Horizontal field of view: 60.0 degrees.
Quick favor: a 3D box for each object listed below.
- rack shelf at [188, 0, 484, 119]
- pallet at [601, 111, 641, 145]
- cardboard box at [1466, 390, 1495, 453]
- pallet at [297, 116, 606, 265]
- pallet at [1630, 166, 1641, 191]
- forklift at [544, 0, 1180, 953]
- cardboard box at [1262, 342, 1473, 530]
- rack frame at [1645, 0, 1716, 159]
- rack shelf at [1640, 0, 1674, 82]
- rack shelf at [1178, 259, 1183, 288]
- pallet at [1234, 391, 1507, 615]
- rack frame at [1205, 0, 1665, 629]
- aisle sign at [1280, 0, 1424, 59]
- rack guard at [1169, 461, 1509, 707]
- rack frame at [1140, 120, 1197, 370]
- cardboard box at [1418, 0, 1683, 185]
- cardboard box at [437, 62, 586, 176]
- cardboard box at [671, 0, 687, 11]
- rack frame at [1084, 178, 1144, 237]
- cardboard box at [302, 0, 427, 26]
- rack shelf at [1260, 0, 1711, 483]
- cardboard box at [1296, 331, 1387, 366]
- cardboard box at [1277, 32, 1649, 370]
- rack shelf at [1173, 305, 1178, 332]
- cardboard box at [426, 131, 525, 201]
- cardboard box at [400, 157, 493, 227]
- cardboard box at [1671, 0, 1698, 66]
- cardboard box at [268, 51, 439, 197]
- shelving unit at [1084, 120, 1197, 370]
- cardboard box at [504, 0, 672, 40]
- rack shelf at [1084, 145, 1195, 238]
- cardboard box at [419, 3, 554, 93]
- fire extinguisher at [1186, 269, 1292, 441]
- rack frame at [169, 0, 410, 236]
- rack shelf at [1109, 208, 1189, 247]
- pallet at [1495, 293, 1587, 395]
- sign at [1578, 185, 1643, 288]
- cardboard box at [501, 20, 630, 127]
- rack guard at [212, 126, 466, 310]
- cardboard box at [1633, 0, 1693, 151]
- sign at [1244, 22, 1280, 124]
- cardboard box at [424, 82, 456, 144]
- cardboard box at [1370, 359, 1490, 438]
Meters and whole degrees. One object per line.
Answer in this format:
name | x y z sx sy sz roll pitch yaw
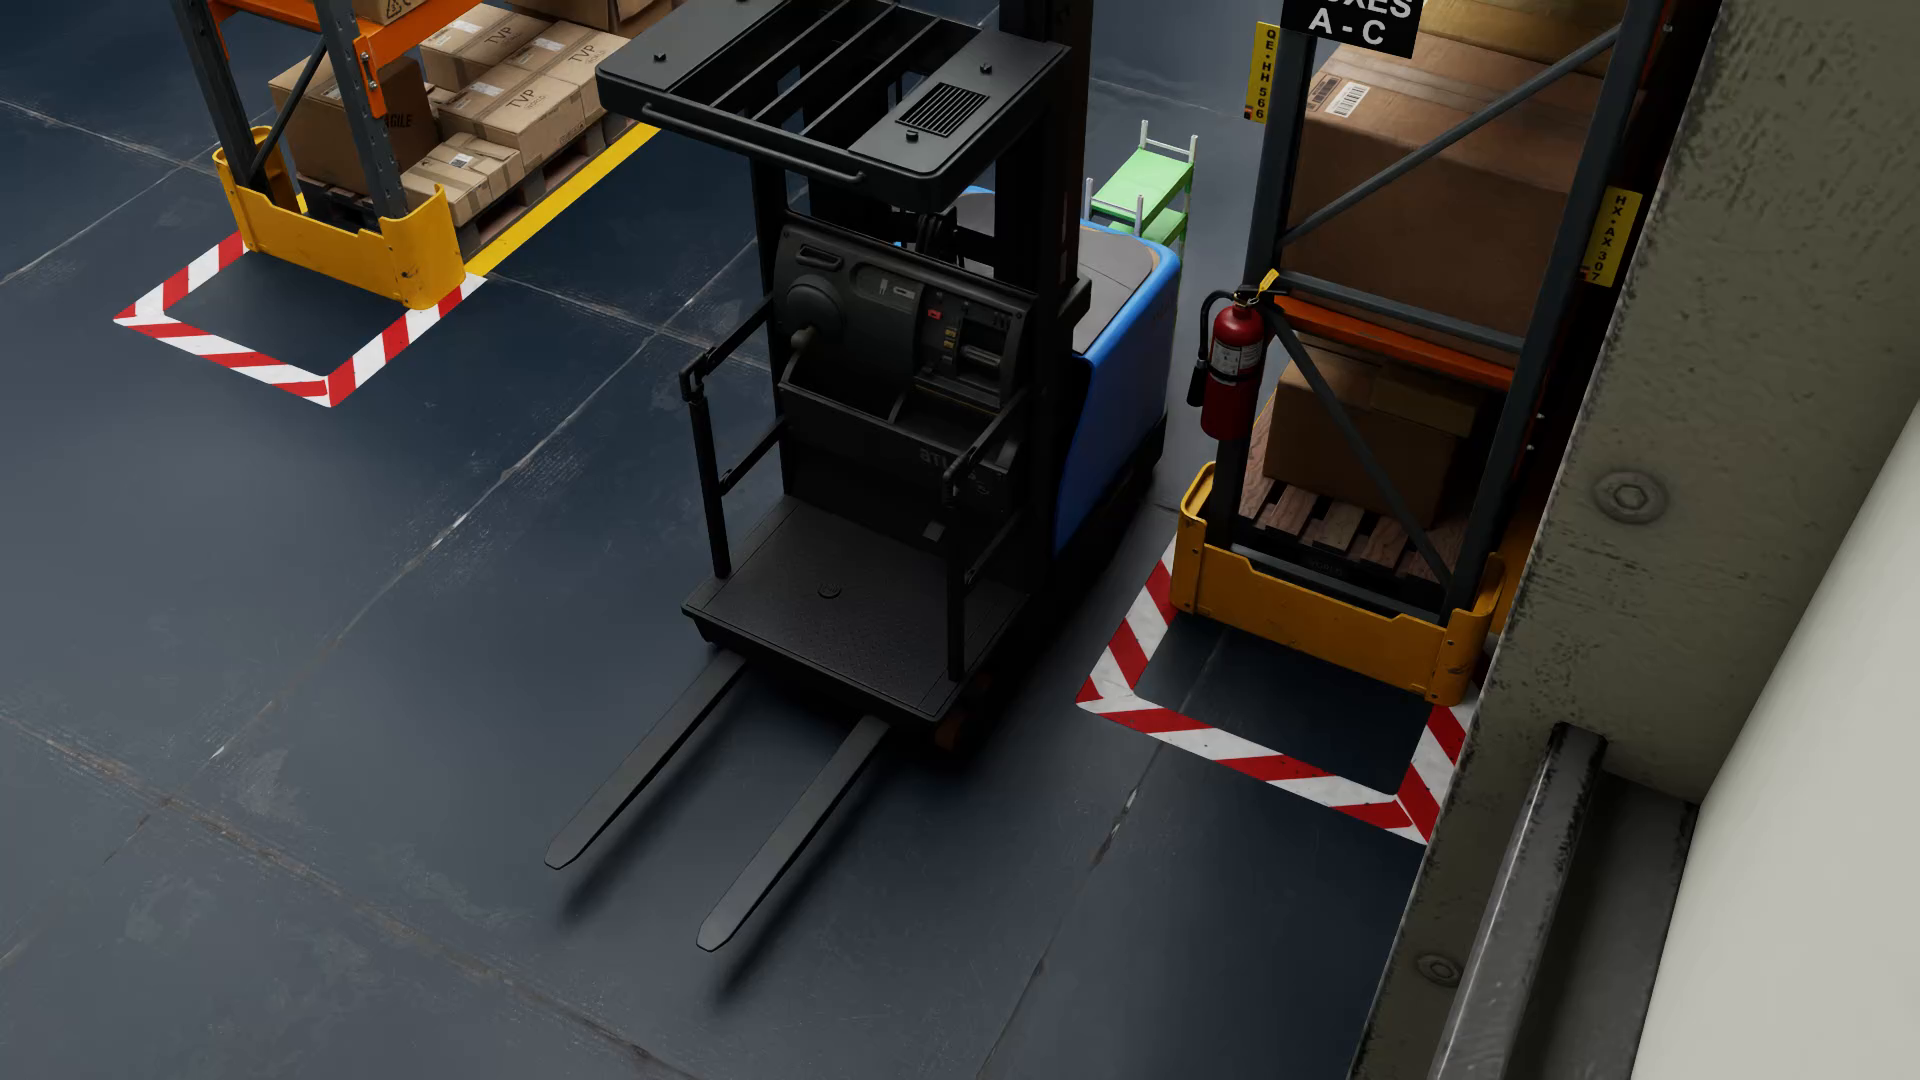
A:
rack shelf | -2.056 -3.377 8.485 1.077 0.370 4.000 20 49 19
pallet | -2.013 -2.706 9.276 1.003 0.211 1.213 20 49 19
cardboard box | 1.873 -0.795 6.889 0.700 0.500 0.500 20 49 19
pallet | -2.580 -1.940 8.520 1.003 0.211 1.213 20 49 19
pallet | 2.839 -1.824 8.404 1.003 0.211 1.213 20 49 19
forklift | -0.312 -0.643 5.325 1.130 2.935 3.031 22 49 20
cardboard box | 1.641 -0.480 6.578 0.700 0.500 0.500 20 49 19
rack frame | 3.262 -3.257 7.860 1.000 3.000 0.127 20 49 19
rack shelf | 2.333 -2.799 5.804 1.077 0.370 4.000 20 49 19
rack shelf | 0.721 -1.040 7.024 0.258 0.148 0.480 23 50 21
pallet | 1.707 -0.286 6.885 1.003 0.211 1.213 20 49 19
rack frame | 1.405 -0.737 5.370 1.000 3.000 0.127 20 49 19
aisle sign | 1.106 -1.705 4.498 0.394 0.787 0.004 20 49 19
rack guard | 1.394 0.157 6.244 1.175 0.500 0.348 20 49 19
rack frame | 0.844 -1.235 7.127 0.240 1.200 0.015 23 50 21
cardboard box | 1.961 -1.629 6.040 0.980 0.700 0.700 20 49 19
cardboard box | -2.249 -2.122 8.362 0.500 0.250 0.500 20 49 19
cardboard box | -1.489 -3.175 9.360 0.500 0.311 0.500 20 49 19
rack frame | 0.598 -0.935 6.831 0.240 1.200 0.015 23 50 21
cardboard box | -2.545 -2.598 7.138 0.500 0.500 0.500 21 49 20
rack shelf | 2.333 -1.744 6.871 1.077 0.370 4.000 20 49 19
cardboard box | 1.539 -0.849 6.486 0.380 0.149 0.250 20 49 19
cardboard box | 1.633 -1.167 5.584 0.980 0.700 0.700 23 50 21
rack shelf | 0.721 -0.871 7.195 0.258 0.148 0.480 23 50 21
cardboard box | -2.370 -1.837 8.139 0.380 0.166 0.250 20 49 19
cardboard box | -2.486 -1.673 7.990 0.380 0.149 0.250 20 49 19
cardboard box | 2.652 -2.568 6.968 0.980 0.700 0.700 19 48 18
cardboard box | -2.950 -2.070 8.135 0.500 0.500 0.500 20 49 19
shelving unit | 0.721 -1.085 6.979 0.258 1.200 0.503 23 50 21
cardboard box | -1.995 -2.982 9.034 0.797 0.503 0.637 20 49 19
rack shelf | 0.721 -1.378 6.683 0.258 0.148 0.480 23 50 21
cardboard box | -2.483 -2.571 8.806 0.500 0.250 0.500 20 49 19
fire extinguisher | 0.926 -0.636 5.586 0.296 0.674 0.183 20 49 19
rack frame | -2.985 -2.370 6.984 1.000 3.000 0.127 20 49 19
rack shelf | 0.721 -1.209 6.854 0.258 0.148 0.480 23 50 21
pallet | 2.274 -1.052 7.641 1.003 0.211 1.213 20 49 19
sign | 1.894 -0.882 4.849 0.100 0.325 0.005 20 49 19
cardboard box | -2.017 -2.437 8.674 0.500 0.250 0.500 20 49 19
rack guard | -2.949 -1.539 7.920 1.175 0.500 0.348 20 49 19
cardboard box | 2.323 -2.106 6.512 0.980 0.700 0.700 18 48 17
sign | 0.931 -1.415 5.059 0.100 0.325 0.005 20 49 19
cardboard box | -2.683 -2.178 8.477 0.380 0.166 0.250 20 49 19
cardboard box | 1.760 -0.563 6.204 0.380 0.149 0.250 21 49 19
